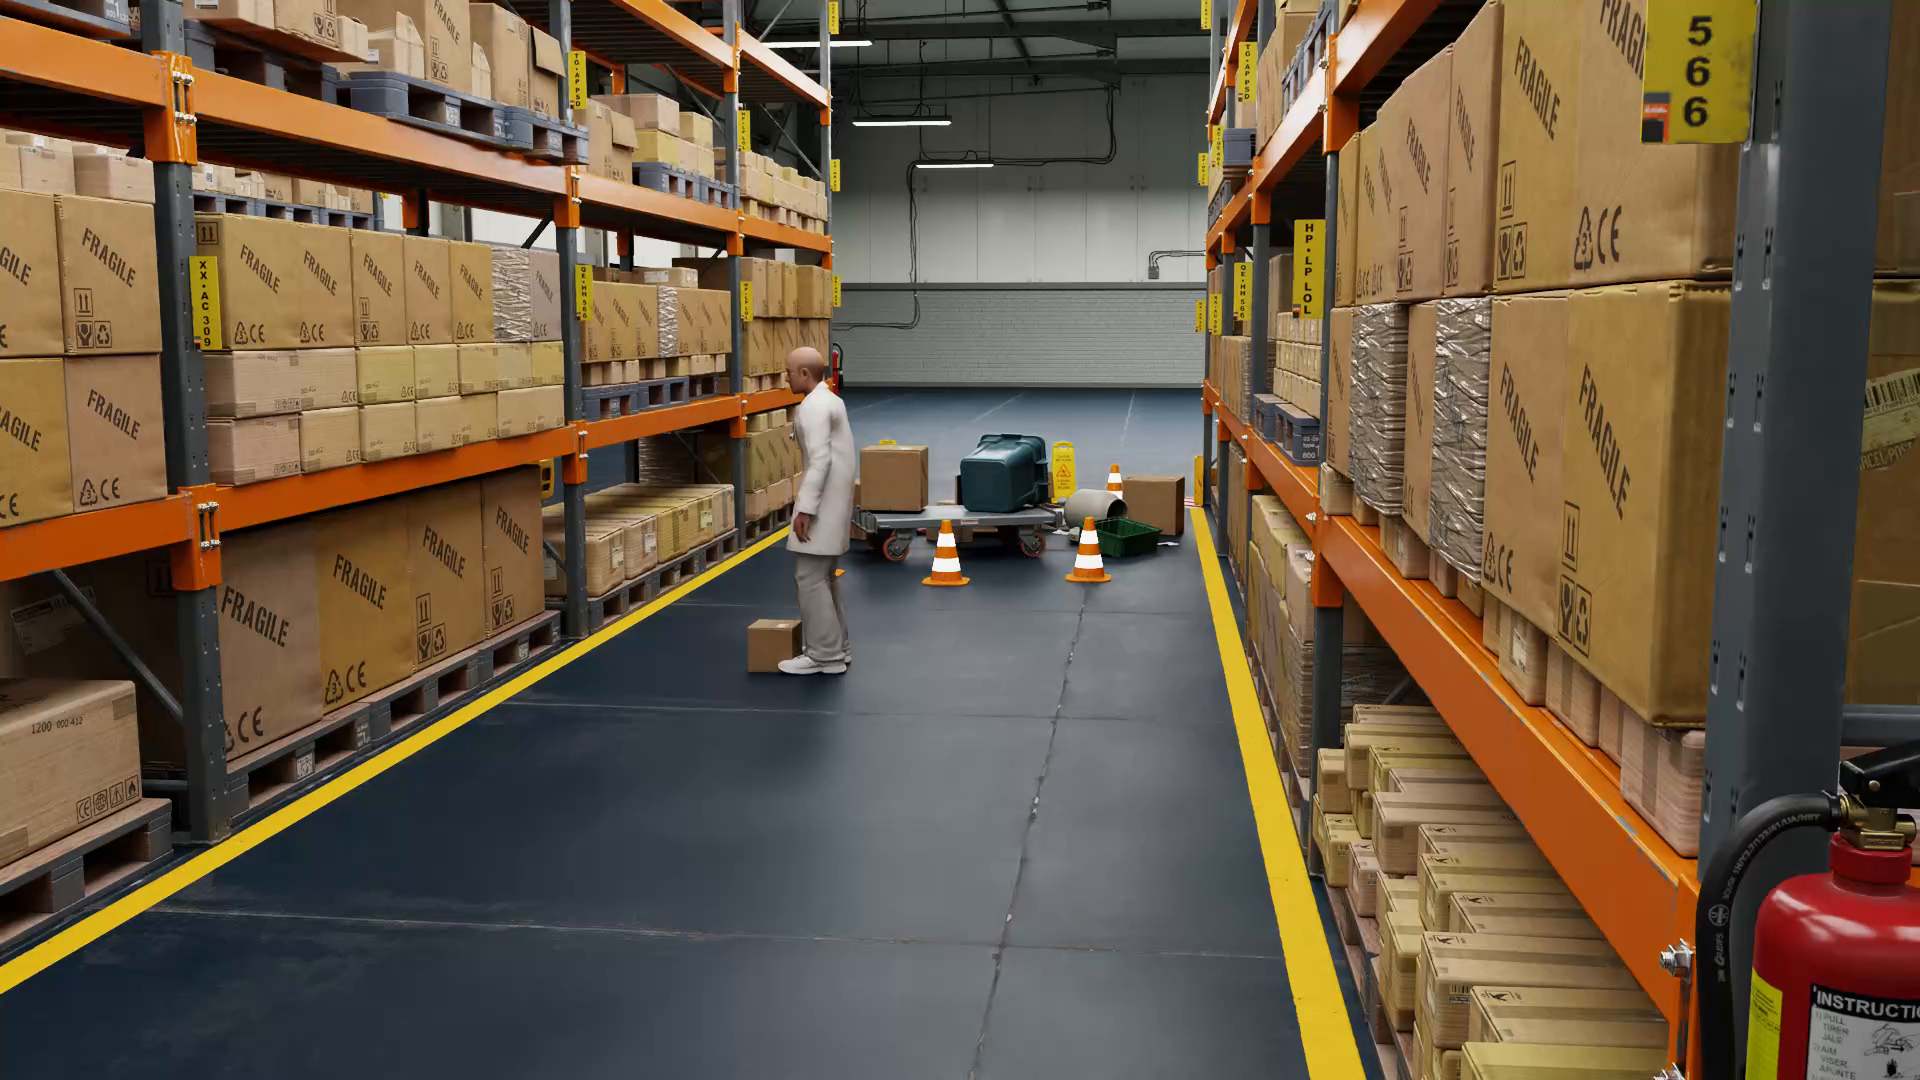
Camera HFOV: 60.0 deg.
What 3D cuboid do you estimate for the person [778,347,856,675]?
[{"bbox_3d":[-0.778,-0.165,9.110,0.418,1.774,0.646,1,7,6],"label":"person"}]
